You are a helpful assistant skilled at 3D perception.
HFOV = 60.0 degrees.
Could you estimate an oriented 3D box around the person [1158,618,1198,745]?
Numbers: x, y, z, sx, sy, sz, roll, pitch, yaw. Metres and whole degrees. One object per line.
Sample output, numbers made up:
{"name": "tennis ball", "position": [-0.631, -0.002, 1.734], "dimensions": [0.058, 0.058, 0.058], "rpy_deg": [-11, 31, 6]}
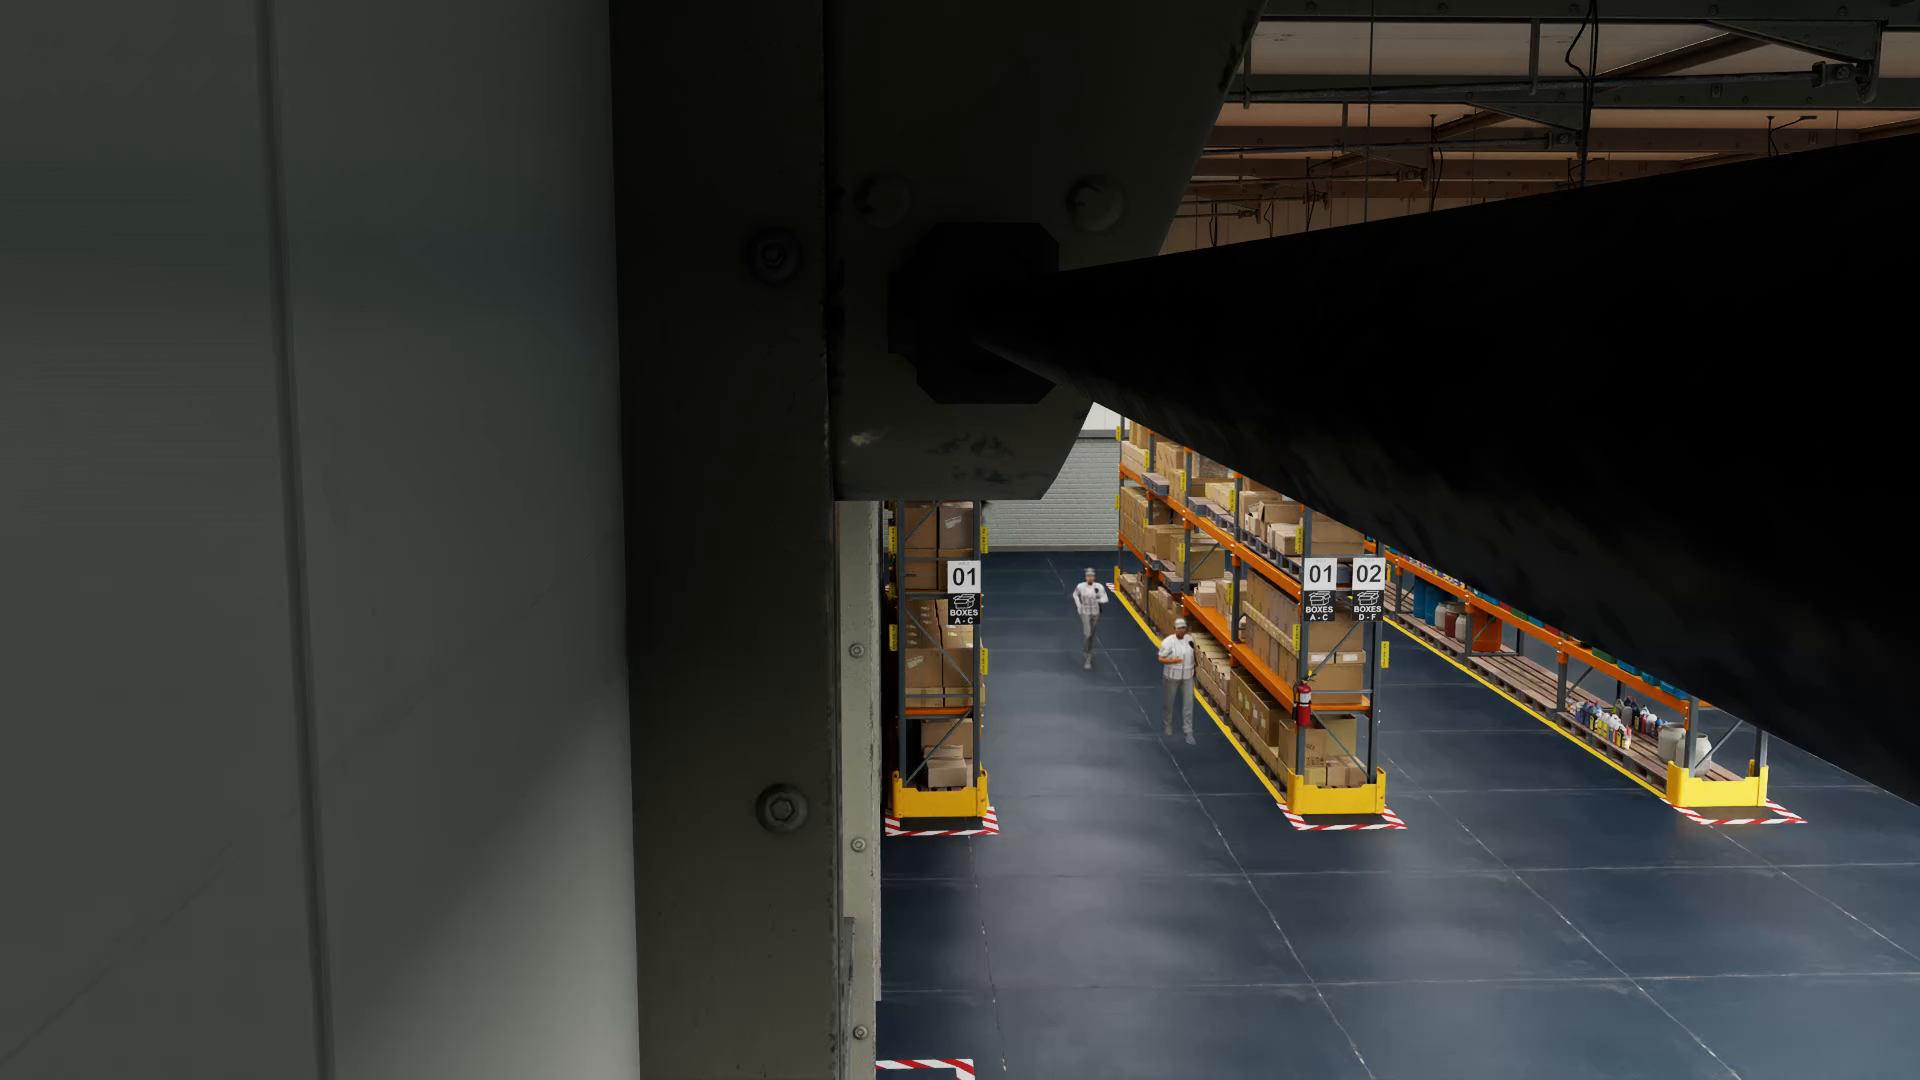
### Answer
{"name": "person", "position": [3.012, 1.927, 22.864], "dimensions": [0.602, 1.718, 0.849], "rpy_deg": [-1, 8, -10]}

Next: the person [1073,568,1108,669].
{"name": "person", "position": [2.288, 1.334, 29.030], "dimensions": [0.584, 1.754, 0.760], "rpy_deg": [-1, 8, -4]}
